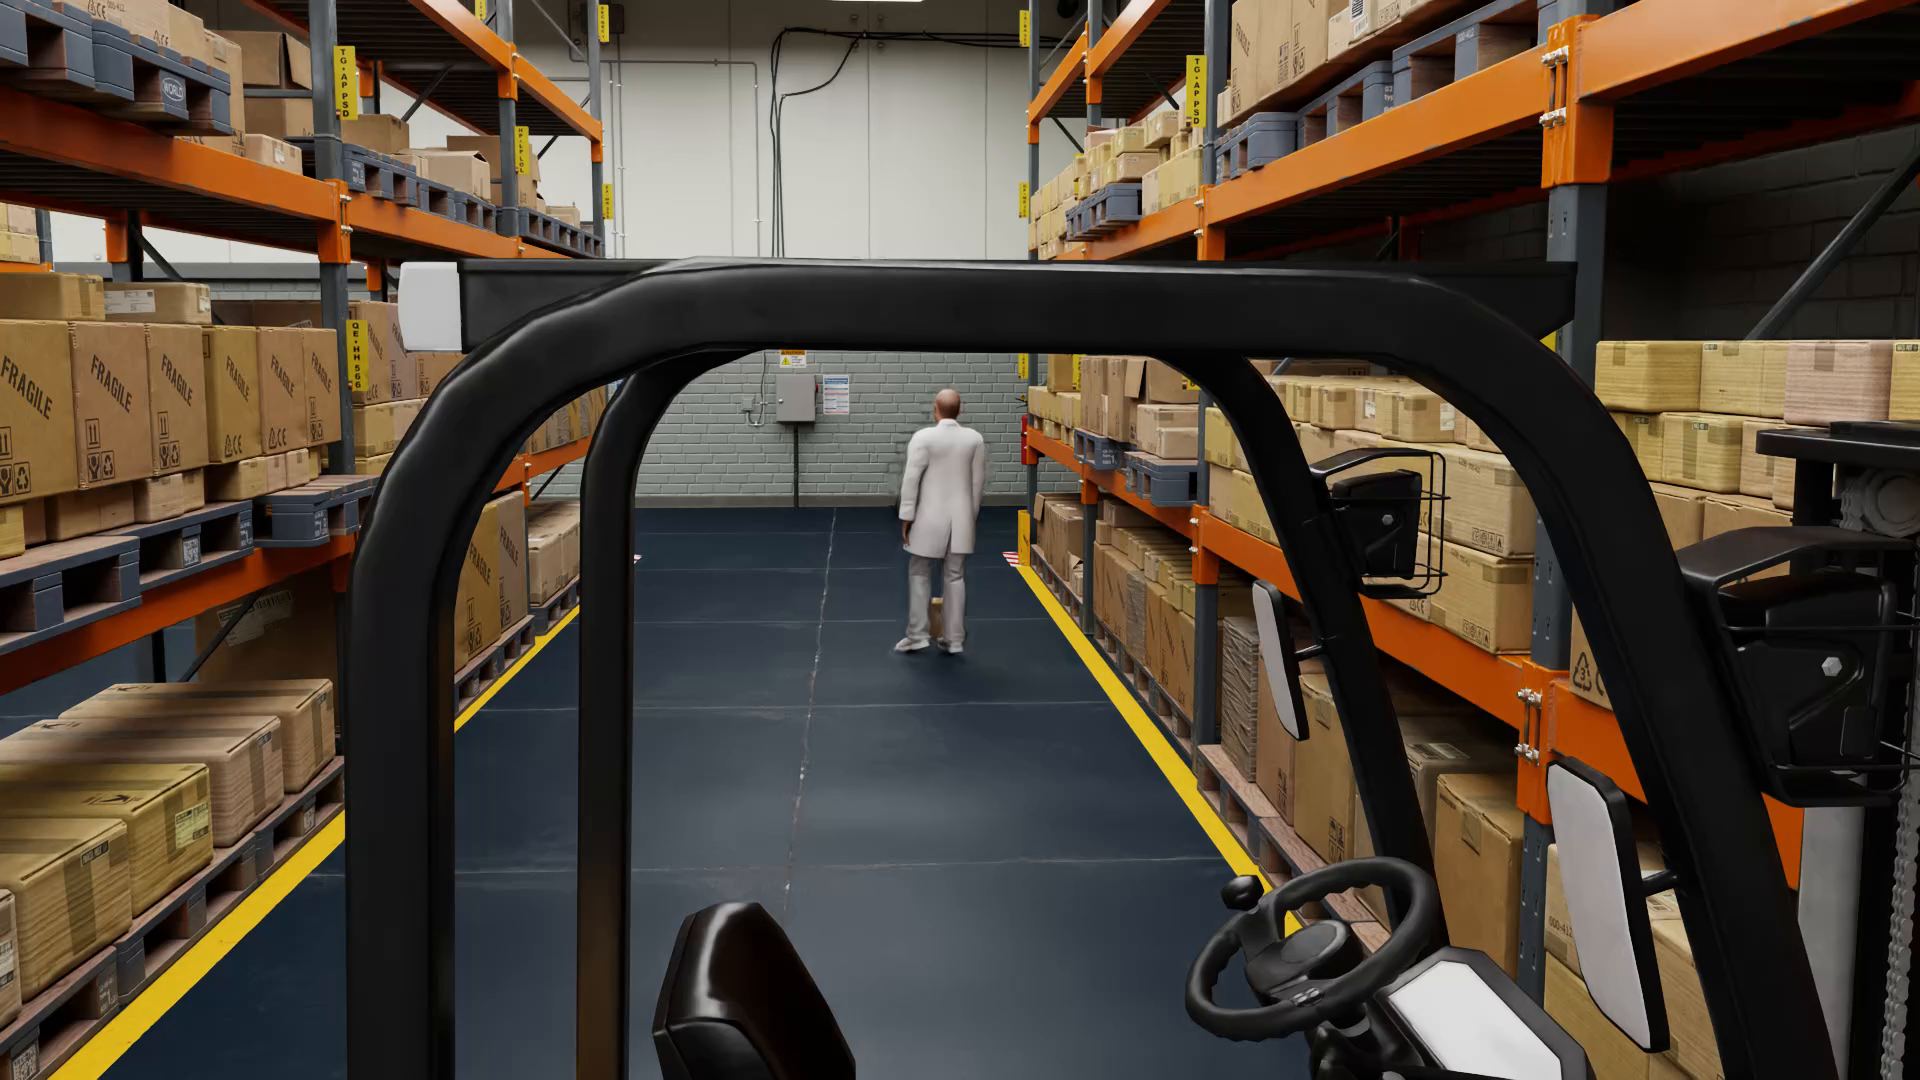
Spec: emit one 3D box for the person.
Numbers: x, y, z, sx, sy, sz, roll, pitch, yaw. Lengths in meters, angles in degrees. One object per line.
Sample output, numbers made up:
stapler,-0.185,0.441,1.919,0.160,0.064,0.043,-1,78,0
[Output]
person,-0.150,-0.125,11.309,0.602,1.795,0.599,-2,7,-17
